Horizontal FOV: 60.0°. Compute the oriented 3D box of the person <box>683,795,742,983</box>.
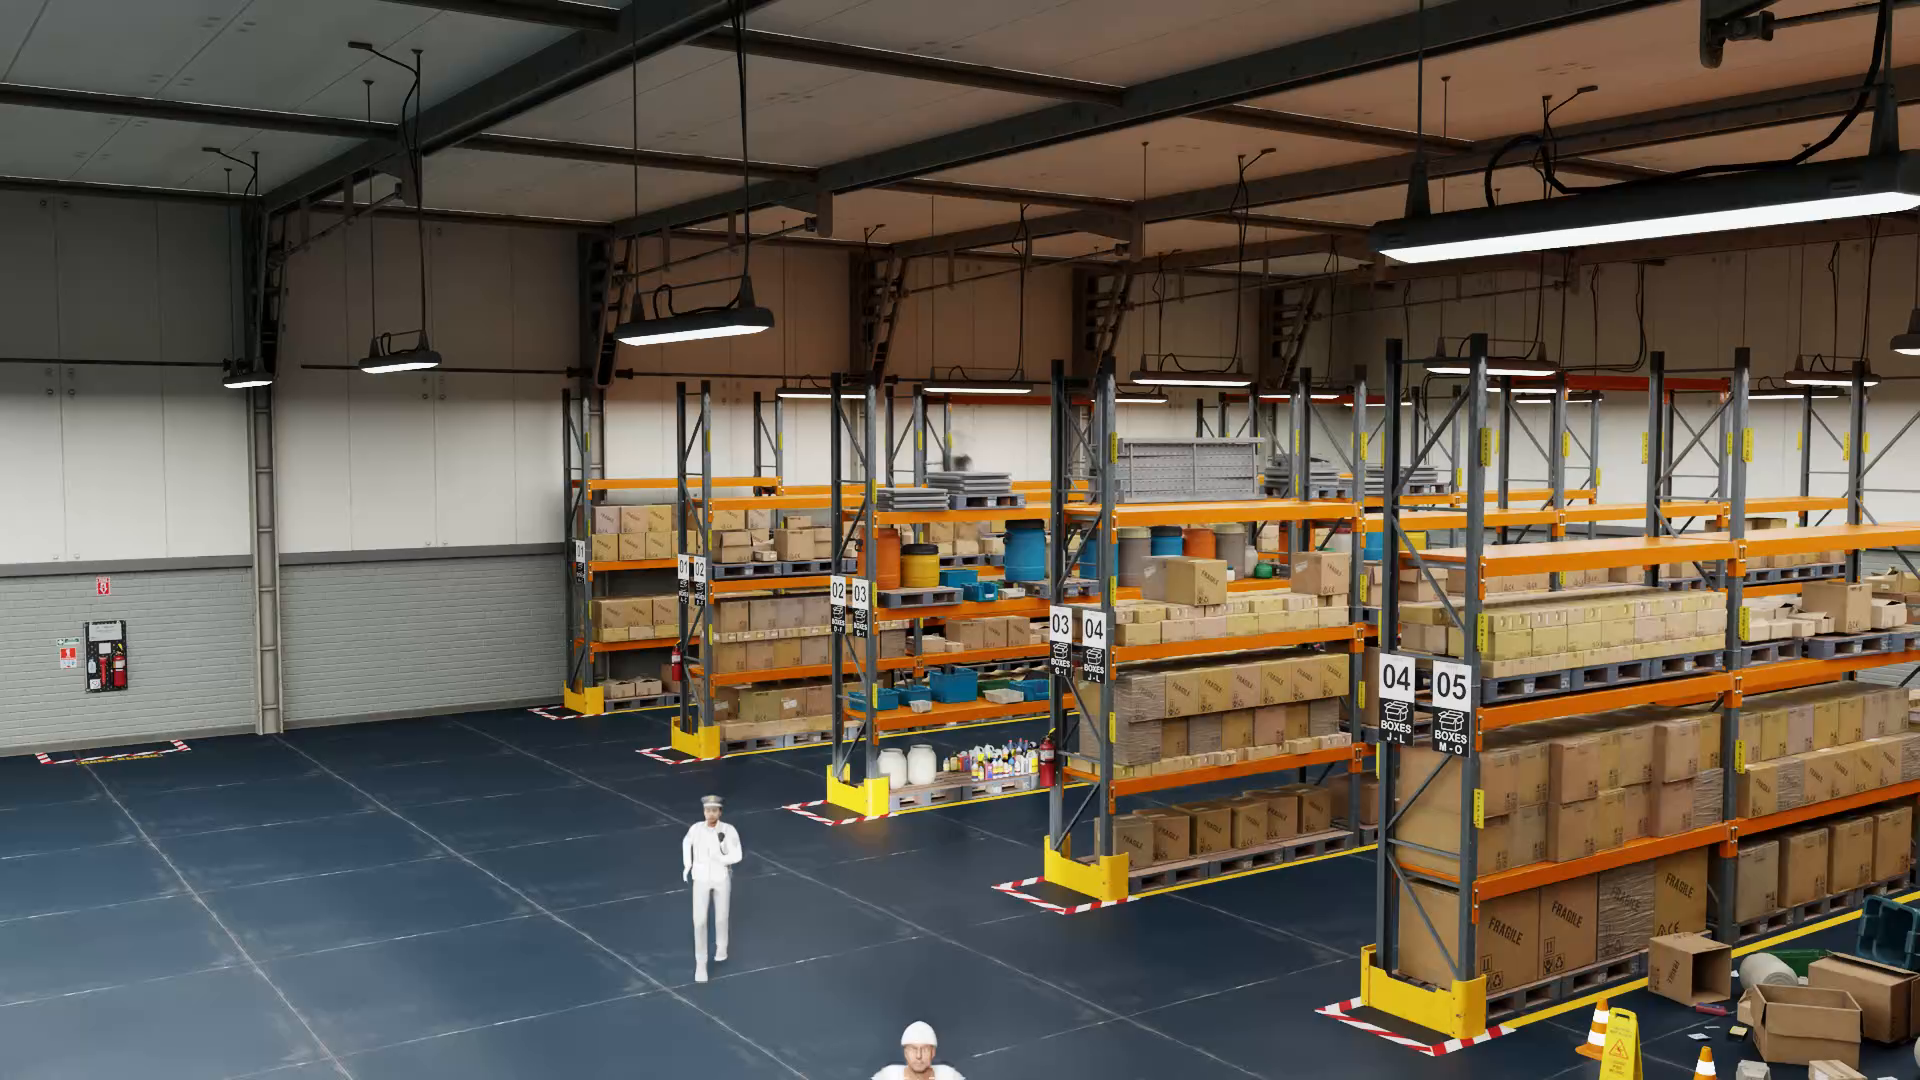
[{"bbox_3d":[-2.372,3.295,15.917,0.583,1.750,0.746,0,4,-4],"label":"person"}]

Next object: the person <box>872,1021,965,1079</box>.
[{"bbox_3d":[-0.248,3.671,9.729,0.702,1.740,0.637,0,4,-5],"label":"person"}]
